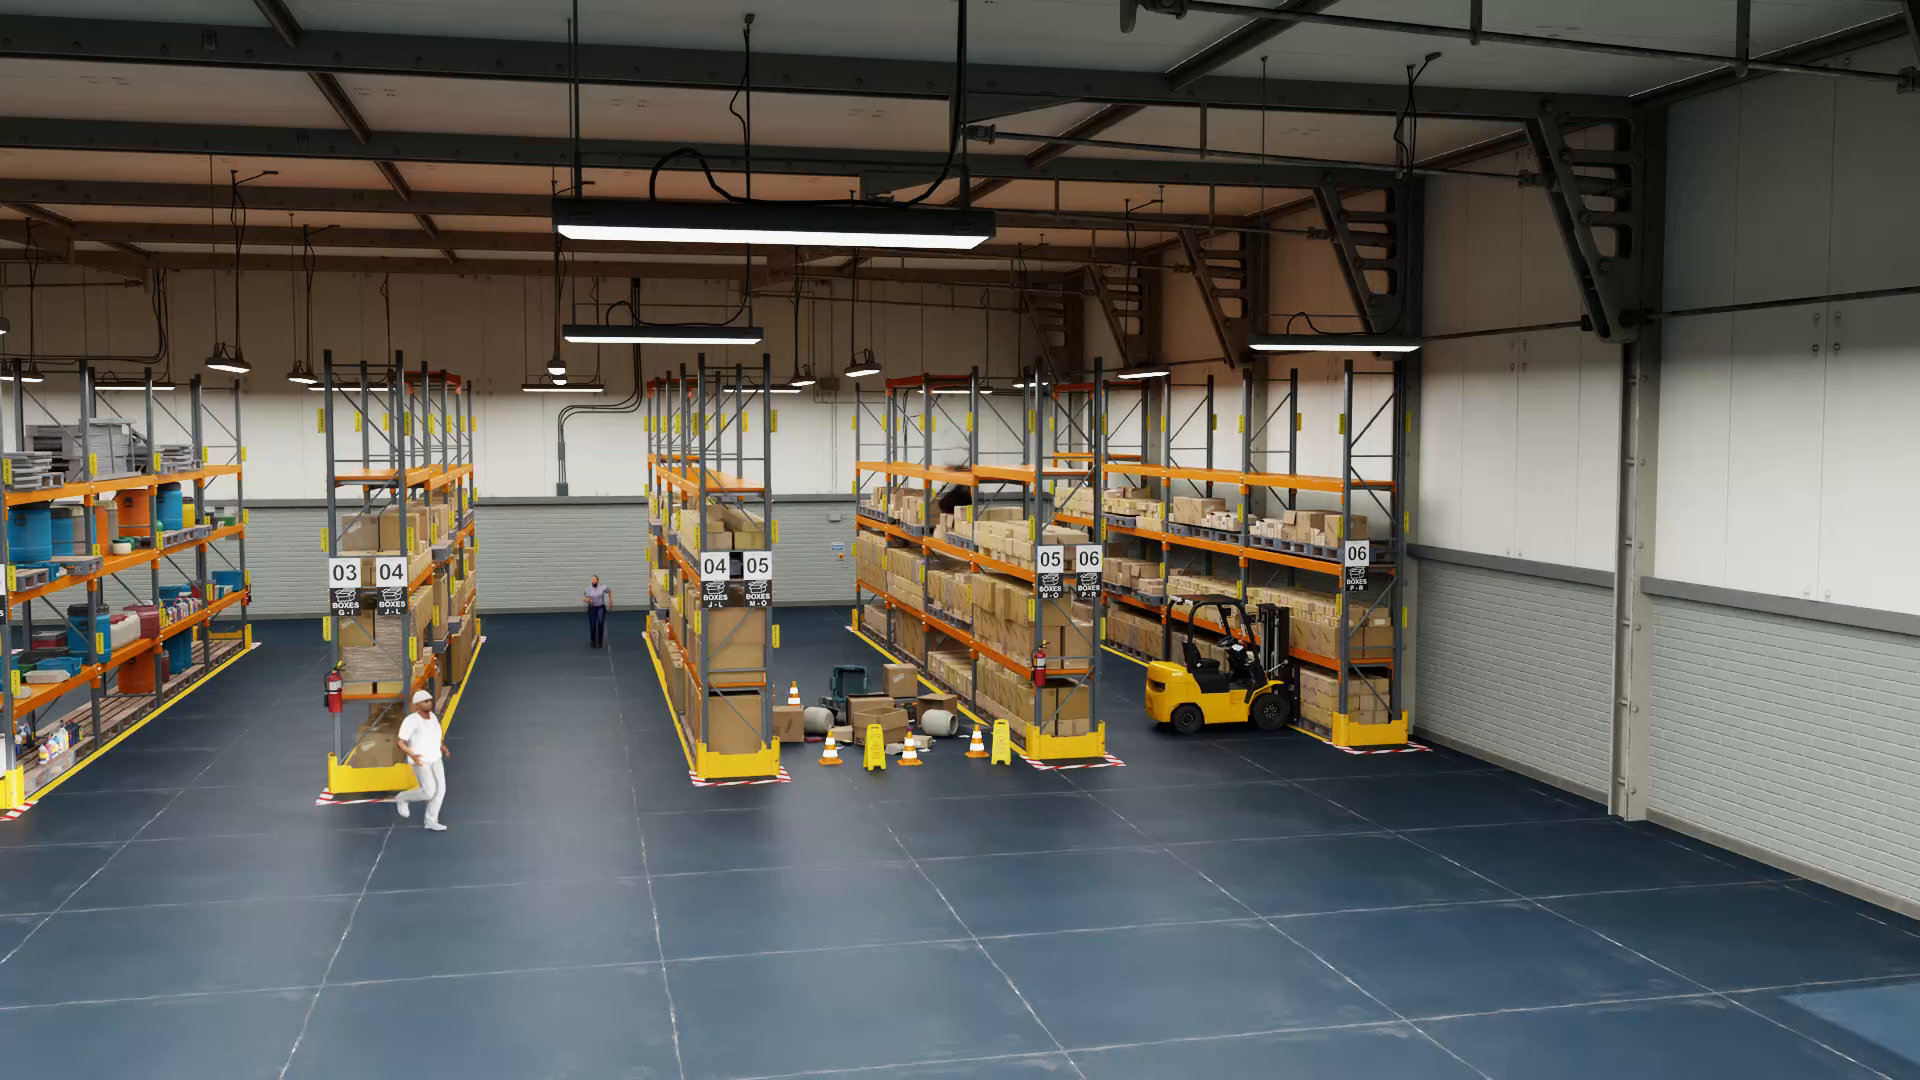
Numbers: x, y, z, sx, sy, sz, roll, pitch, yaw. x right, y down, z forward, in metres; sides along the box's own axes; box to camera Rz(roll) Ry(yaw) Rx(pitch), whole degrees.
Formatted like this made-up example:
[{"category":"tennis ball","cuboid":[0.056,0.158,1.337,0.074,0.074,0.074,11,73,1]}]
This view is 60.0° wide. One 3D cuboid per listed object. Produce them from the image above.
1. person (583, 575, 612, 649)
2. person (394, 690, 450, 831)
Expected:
[{"category":"person","cuboid":[-8.103,1.602,37.172,0.615,1.657,0.850,0,4,-4]},{"category":"person","cuboid":[-6.648,2.716,20.562,0.684,1.731,0.709,2,4,22]}]
